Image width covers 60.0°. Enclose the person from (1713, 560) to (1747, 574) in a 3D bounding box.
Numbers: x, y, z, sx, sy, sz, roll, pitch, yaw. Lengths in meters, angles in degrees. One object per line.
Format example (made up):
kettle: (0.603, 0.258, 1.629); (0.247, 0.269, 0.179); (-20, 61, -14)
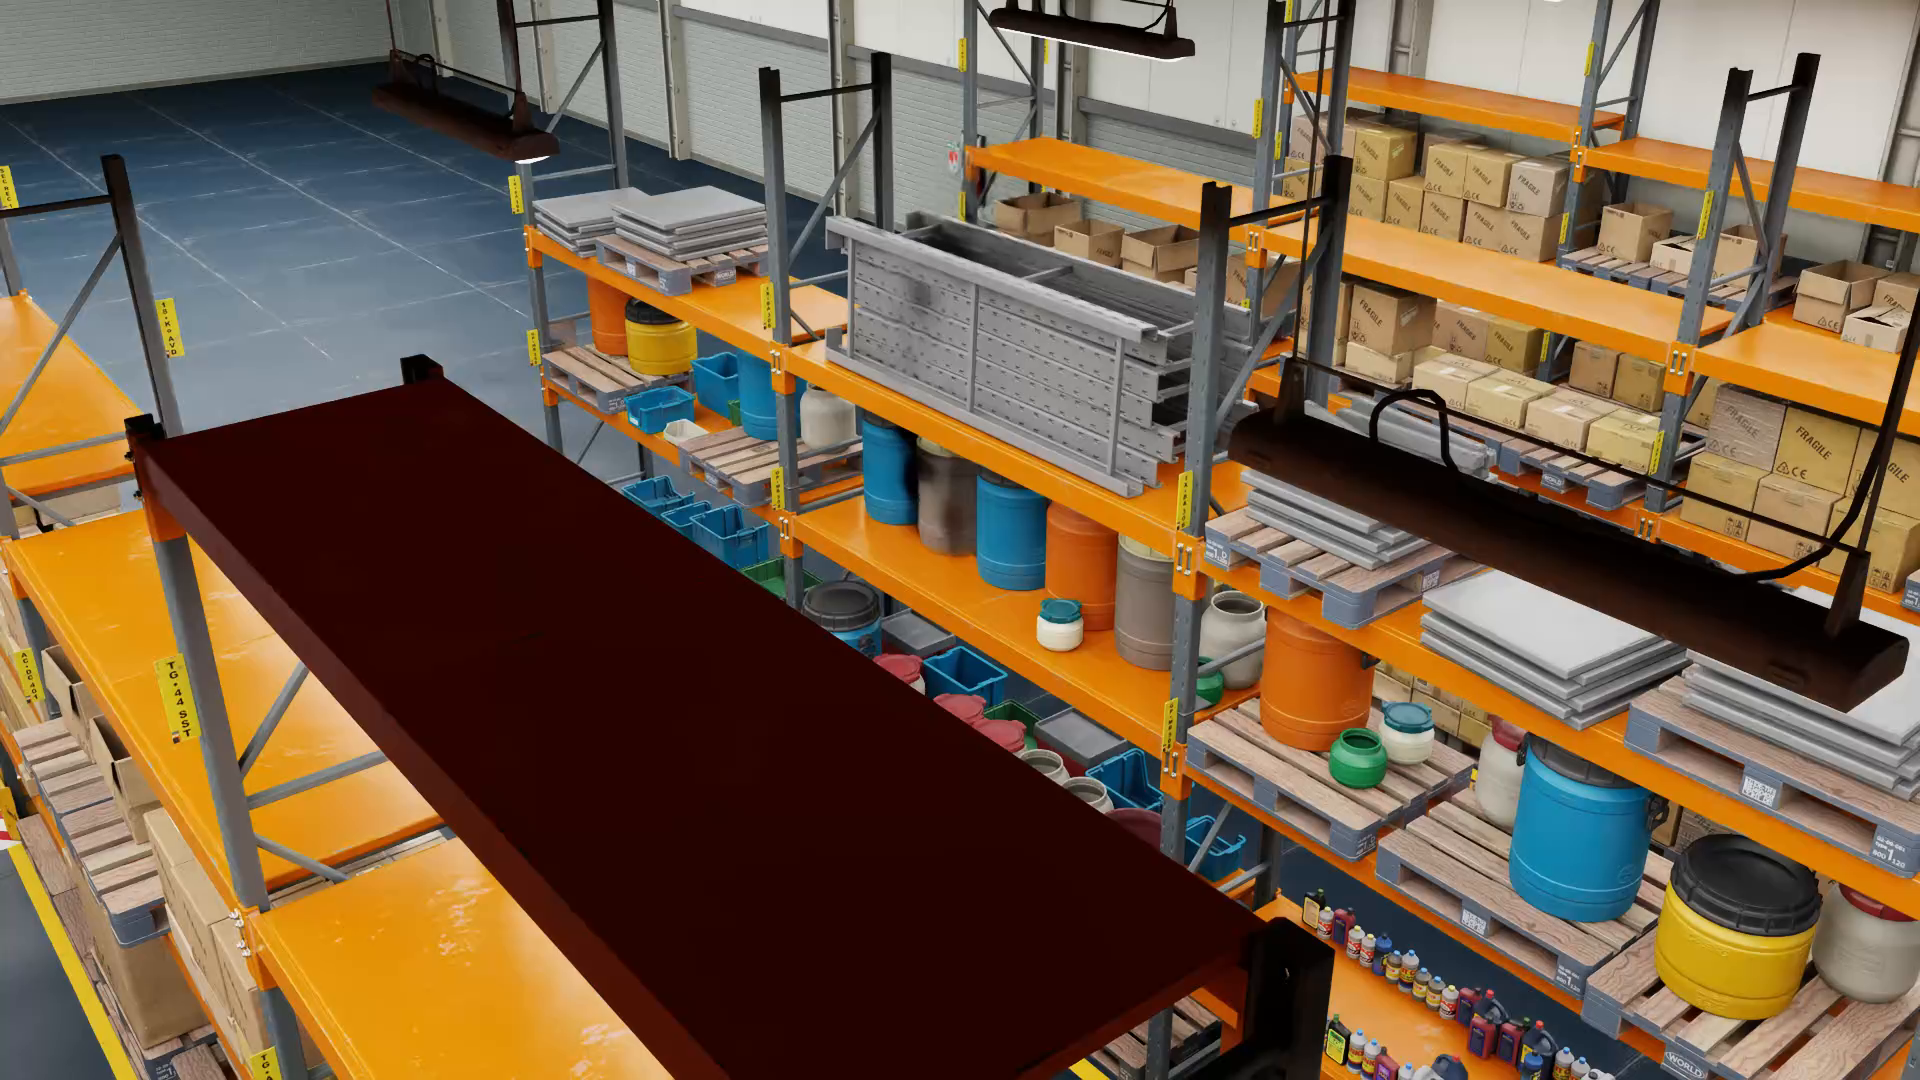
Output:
person: (6.502, 0.951, 14.365); (0.592, 1.731, 0.857); (-21, 33, -37)
